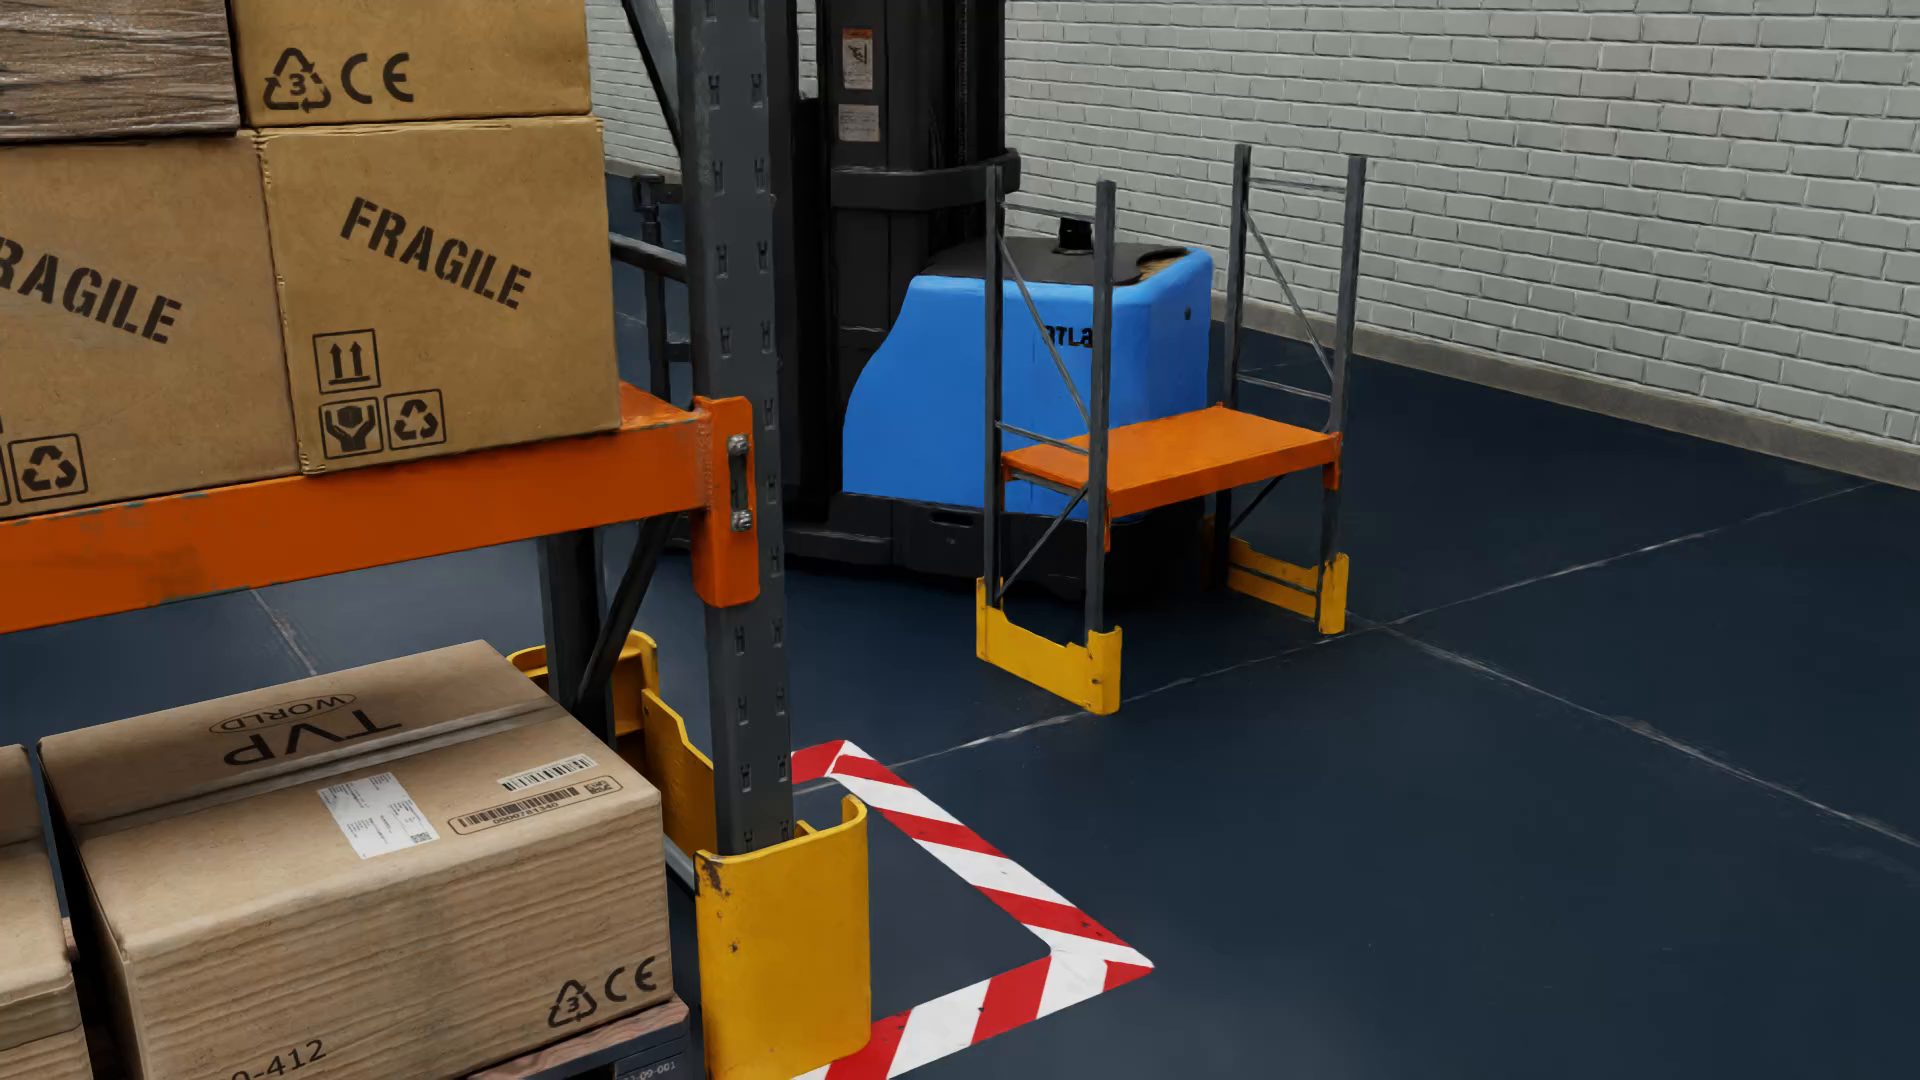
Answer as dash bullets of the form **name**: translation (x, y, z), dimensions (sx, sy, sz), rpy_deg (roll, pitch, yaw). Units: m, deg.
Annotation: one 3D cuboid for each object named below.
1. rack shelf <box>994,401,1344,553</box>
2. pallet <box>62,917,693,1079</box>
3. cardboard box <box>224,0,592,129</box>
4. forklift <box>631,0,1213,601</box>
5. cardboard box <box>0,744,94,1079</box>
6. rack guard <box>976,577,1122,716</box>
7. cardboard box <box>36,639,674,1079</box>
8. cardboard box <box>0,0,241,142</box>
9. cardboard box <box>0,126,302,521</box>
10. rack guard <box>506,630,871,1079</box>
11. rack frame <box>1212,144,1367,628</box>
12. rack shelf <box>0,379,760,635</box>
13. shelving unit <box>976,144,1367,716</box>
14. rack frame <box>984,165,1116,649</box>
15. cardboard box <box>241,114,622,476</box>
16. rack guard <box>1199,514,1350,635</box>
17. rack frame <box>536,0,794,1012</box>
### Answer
- **rack shelf**: translation (0.638, -0.214, 5.097), dimensions (1.000, 0.185, 0.538), rpy_deg (-14, 23, -36)
- **pallet**: translation (-1.261, 0.936, 3.147), dimensions (1.213, 0.211, 1.003), rpy_deg (-12, 22, -31)
- **cardboard box**: translation (-0.908, -0.919, 2.563), dimensions (0.500, 0.500, 0.500), rpy_deg (-11, 22, -30)
- **forklift**: translation (-0.641, -1.467, 6.007), dimensions (3.031, 2.935, 1.130), rpy_deg (7, 20, 20)
- **cardboard box**: translation (-1.892, 0.774, 2.615), dimensions (0.875, 0.438, 0.875), rpy_deg (-11, 22, -30)
- **rack guard**: translation (0.255, 0.305, 4.953), dimensions (0.087, 0.250, 0.587), rpy_deg (-14, 23, -36)
- **cardboard box**: translation (-1.133, 0.611, 3.099), dimensions (0.875, 0.438, 0.875), rpy_deg (-13, 23, -33)
- **cardboard box**: translation (-1.329, -0.819, 2.268), dimensions (0.500, 0.500, 0.500), rpy_deg (-12, 22, -31)
- **cardboard box**: translation (-1.321, -0.354, 2.453), dimensions (0.500, 0.500, 0.500), rpy_deg (-12, 22, -33)
- **rack guard**: translation (-0.616, 0.633, 3.592), dimensions (0.348, 0.500, 1.175), rpy_deg (-12, 22, -31)
- **rack frame**: translation (1.038, -0.485, 5.337), dimensions (0.032, 1.500, 0.500), rpy_deg (-14, 23, -36)
- **rack shelf**: translation (-2.307, 0.146, 2.252), dimensions (4.000, 0.370, 1.077), rpy_deg (-12, 22, -31)
- **shelving unit**: translation (0.646, -0.386, 5.045), dimensions (1.083, 1.500, 0.587), rpy_deg (-14, 23, -36)
- **rack frame**: translation (0.239, -0.283, 4.741), dimensions (0.032, 1.500, 0.500), rpy_deg (-14, 23, -36)
- **cardboard box**: translation (-0.894, -0.438, 2.702), dimensions (0.500, 0.500, 0.500), rpy_deg (-12, 22, -31)
- **rack guard**: translation (1.037, 0.107, 5.537), dimensions (0.087, 0.250, 0.587), rpy_deg (-14, 23, -36)
- **rack frame**: translation (-0.636, -0.547, 3.179), dimensions (0.127, 3.000, 1.000), rpy_deg (-12, 22, -31)
